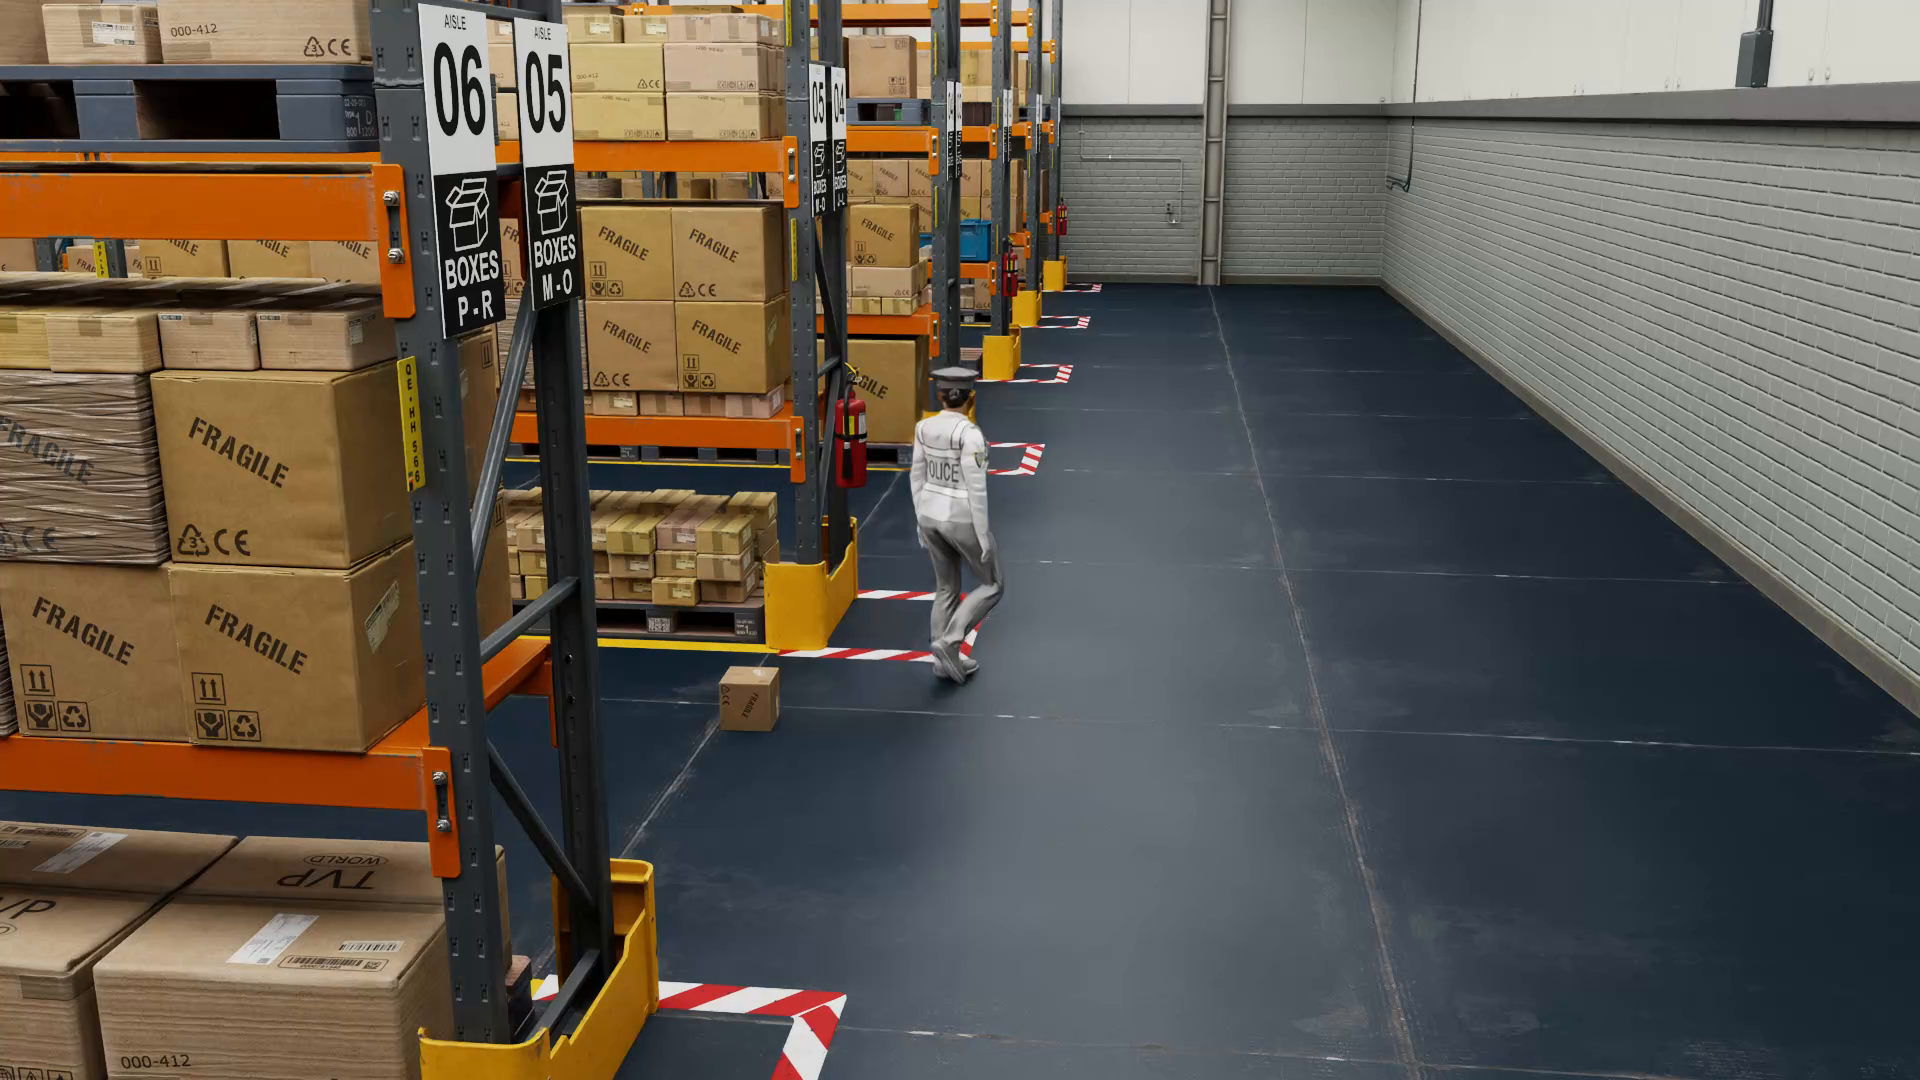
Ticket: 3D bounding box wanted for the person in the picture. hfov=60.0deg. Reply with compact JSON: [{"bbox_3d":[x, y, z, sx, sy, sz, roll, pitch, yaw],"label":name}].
[{"bbox_3d":[-0.043,-0.073,8.694,0.526,1.659,0.446,14,20,43],"label":"person"}]
